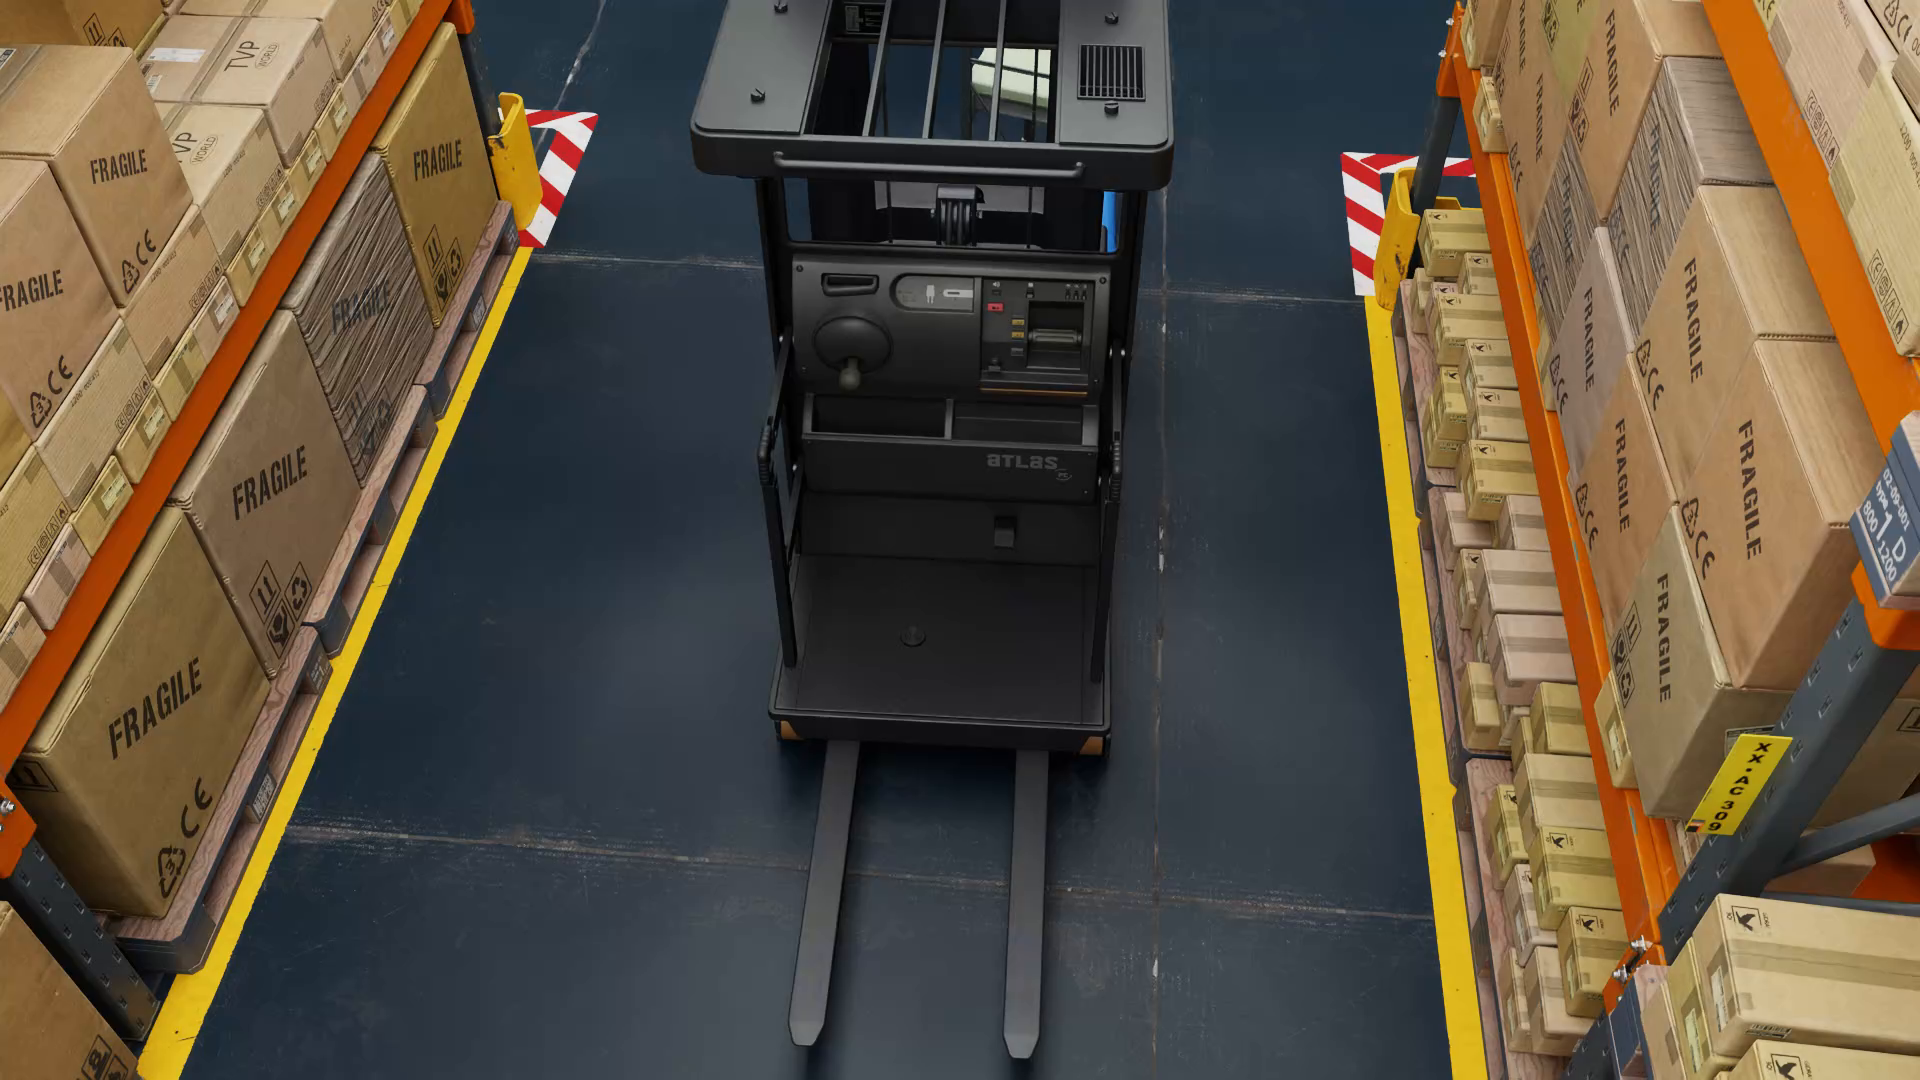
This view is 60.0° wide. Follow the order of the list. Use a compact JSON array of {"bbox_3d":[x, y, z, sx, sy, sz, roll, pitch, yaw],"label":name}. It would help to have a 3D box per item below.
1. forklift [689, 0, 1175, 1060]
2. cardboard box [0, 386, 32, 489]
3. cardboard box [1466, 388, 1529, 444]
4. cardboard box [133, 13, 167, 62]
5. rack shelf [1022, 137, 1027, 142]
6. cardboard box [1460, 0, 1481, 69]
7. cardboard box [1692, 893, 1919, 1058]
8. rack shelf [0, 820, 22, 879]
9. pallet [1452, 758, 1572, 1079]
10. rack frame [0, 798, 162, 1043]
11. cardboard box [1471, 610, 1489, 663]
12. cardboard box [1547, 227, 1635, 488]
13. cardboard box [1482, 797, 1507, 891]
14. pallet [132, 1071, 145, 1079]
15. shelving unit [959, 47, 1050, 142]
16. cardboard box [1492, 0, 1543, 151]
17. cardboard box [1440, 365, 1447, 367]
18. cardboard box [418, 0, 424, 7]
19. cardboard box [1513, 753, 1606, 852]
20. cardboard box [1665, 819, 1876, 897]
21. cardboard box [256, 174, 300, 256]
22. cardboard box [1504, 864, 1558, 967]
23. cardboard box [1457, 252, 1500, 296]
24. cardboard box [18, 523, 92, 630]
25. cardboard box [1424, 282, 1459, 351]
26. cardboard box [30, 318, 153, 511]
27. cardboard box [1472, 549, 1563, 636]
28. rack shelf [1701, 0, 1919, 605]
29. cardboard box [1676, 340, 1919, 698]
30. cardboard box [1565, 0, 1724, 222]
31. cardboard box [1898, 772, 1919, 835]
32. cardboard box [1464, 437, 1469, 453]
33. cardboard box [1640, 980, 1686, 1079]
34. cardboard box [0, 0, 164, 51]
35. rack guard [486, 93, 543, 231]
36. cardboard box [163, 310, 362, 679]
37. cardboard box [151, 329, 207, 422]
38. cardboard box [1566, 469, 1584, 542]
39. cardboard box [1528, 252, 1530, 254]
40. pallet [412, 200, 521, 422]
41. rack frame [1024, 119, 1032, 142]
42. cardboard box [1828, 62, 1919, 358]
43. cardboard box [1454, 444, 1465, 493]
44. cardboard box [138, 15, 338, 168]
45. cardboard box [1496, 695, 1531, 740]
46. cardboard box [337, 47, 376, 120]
[{"bbox_3d":[-0.040,-0.525,4.744,1.130,2.935,3.031,3,48,2],"label":"forklift"},{"bbox_3d":[-2.594,-0.249,3.836,0.500,0.500,0.500,4,48,4],"label":"cardboard box"},{"bbox_3d":[1.986,-0.382,5.811,0.380,0.149,0.250,6,48,5],"label":"cardboard box"},{"bbox_3d":[-2.931,-1.514,5.502,0.500,0.250,0.500,2,48,2],"label":"cardboard box"},{"bbox_3d":[0.326,-1.263,6.831,0.431,0.370,0.720,16,49,14],"label":"rack shelf"},{"bbox_3d":[2.046,-1.842,6.072,0.380,0.149,0.250,4,48,3],"label":"cardboard box"},{"bbox_3d":[1.544,0.798,2.970,0.380,0.149,0.250,6,48,6],"label":"cardboard box"},{"bbox_3d":[-3.075,2.102,2.783,1.077,0.370,4.000,4,48,4],"label":"rack shelf"},{"bbox_3d":[2.064,1.242,4.971,1.003,0.211,1.213,4,48,4],"label":"pallet"},{"bbox_3d":[-2.892,0.389,3.861,1.000,3.000,0.127,4,48,4],"label":"rack frame"},{"bbox_3d":[1.919,0.359,5.537,0.380,0.149,0.250,5,48,4],"label":"cardboard box"},{"bbox_3d":[1.896,-0.459,4.367,0.500,0.500,0.500,4,48,3],"label":"cardboard box"},{"bbox_3d":[1.801,0.922,5.021,0.380,0.149,0.250,2,48,2],"label":"cardboard box"},{"bbox_3d":[-2.888,1.902,4.367,1.003,0.211,1.213,4,48,4],"label":"pallet"},{"bbox_3d":[0.326,-1.483,6.590,0.431,1.500,0.755,16,49,14],"label":"shelving unit"},{"bbox_3d":[2.063,-1.570,5.384,0.500,0.500,0.500,4,48,4],"label":"cardboard box"},{"bbox_3d":[2.093,-0.761,6.560,0.380,0.149,0.250,4,48,3],"label":"cardboard box"},{"bbox_3d":[-2.232,-2.182,6.383,0.380,0.149,0.250,5,48,4],"label":"cardboard box"},{"bbox_3d":[1.810,0.764,4.763,0.380,0.149,0.250,3,48,3],"label":"cardboard box"},{"bbox_3d":[1.831,0.656,3.787,0.380,0.149,0.250,3,48,3],"label":"cardboard box"},{"bbox_3d":[-2.372,-1.058,5.355,0.380,0.149,0.250,5,48,4],"label":"cardboard box"},{"bbox_3d":[1.762,1.064,4.689,0.380,0.149,0.250,2,48,2],"label":"cardboard box"},{"bbox_3d":[2.111,-0.950,6.330,0.380,0.149,0.250,5,48,4],"label":"cardboard box"},{"bbox_3d":[-2.510,0.086,4.309,0.380,0.149,0.250,2,48,2],"label":"cardboard box"},{"bbox_3d":[2.018,-0.857,6.447,0.380,0.149,0.250,4,48,3],"label":"cardboard box"},{"bbox_3d":[-2.538,-0.353,4.441,0.500,0.250,0.500,4,48,3],"label":"cardboard box"},{"bbox_3d":[1.857,0.174,5.302,0.380,0.149,0.250,2,48,2],"label":"cardboard box"},{"bbox_3d":[2.220,-1.442,3.991,1.077,0.370,4.000,4,48,4],"label":"rack shelf"},{"bbox_3d":[1.811,-0.038,3.305,0.500,0.500,0.500,2,48,2],"label":"cardboard box"},{"bbox_3d":[1.945,-1.175,4.345,0.500,0.500,0.500,3,48,2],"label":"cardboard box"},{"bbox_3d":[2.334,0.316,3.659,0.500,0.500,0.500,3,48,3],"label":"cardboard box"},{"bbox_3d":[2.023,-0.289,5.927,0.380,0.149,0.250,2,48,2],"label":"cardboard box"},{"bbox_3d":[1.544,0.999,3.190,0.380,0.149,0.250,2,48,2],"label":"cardboard box"},{"bbox_3d":[-2.927,-1.770,5.228,0.500,0.500,0.500,3,48,2],"label":"cardboard box"},{"bbox_3d":[-2.526,-1.724,7.488,1.175,0.500,0.348,4,48,4],"label":"rack guard"},{"bbox_3d":[-2.670,-0.177,5.534,0.875,0.875,0.875,4,48,4],"label":"cardboard box"},{"bbox_3d":[-2.442,-0.489,4.835,0.380,0.149,0.250,3,48,3],"label":"cardboard box"},{"bbox_3d":[1.873,-0.122,4.499,0.380,0.149,0.250,2,48,2],"label":"cardboard box"},{"bbox_3d":[2.000,-0.881,5.193,0.380,0.149,0.250,3,48,3],"label":"cardboard box"},{"bbox_3d":[-2.523,-1.016,7.037,1.003,0.211,1.213,4,48,4],"label":"pallet"},{"bbox_3d":[0.457,-1.735,6.821,0.400,1.500,0.023,16,49,14],"label":"rack frame"},{"bbox_3d":[1.814,-0.544,2.783,0.500,0.250,0.500,5,48,4],"label":"cardboard box"},{"bbox_3d":[2.017,-0.203,6.051,0.380,0.149,0.250,4,48,4],"label":"cardboard box"},{"bbox_3d":[-2.401,-1.479,5.470,0.500,0.250,0.500,2,48,2],"label":"cardboard box"},{"bbox_3d":[1.893,0.500,5.206,0.380,0.149,0.250,5,48,4],"label":"cardboard box"},{"bbox_3d":[-2.302,-1.622,5.871,0.380,0.149,0.250,5,48,4],"label":"cardboard box"}]
